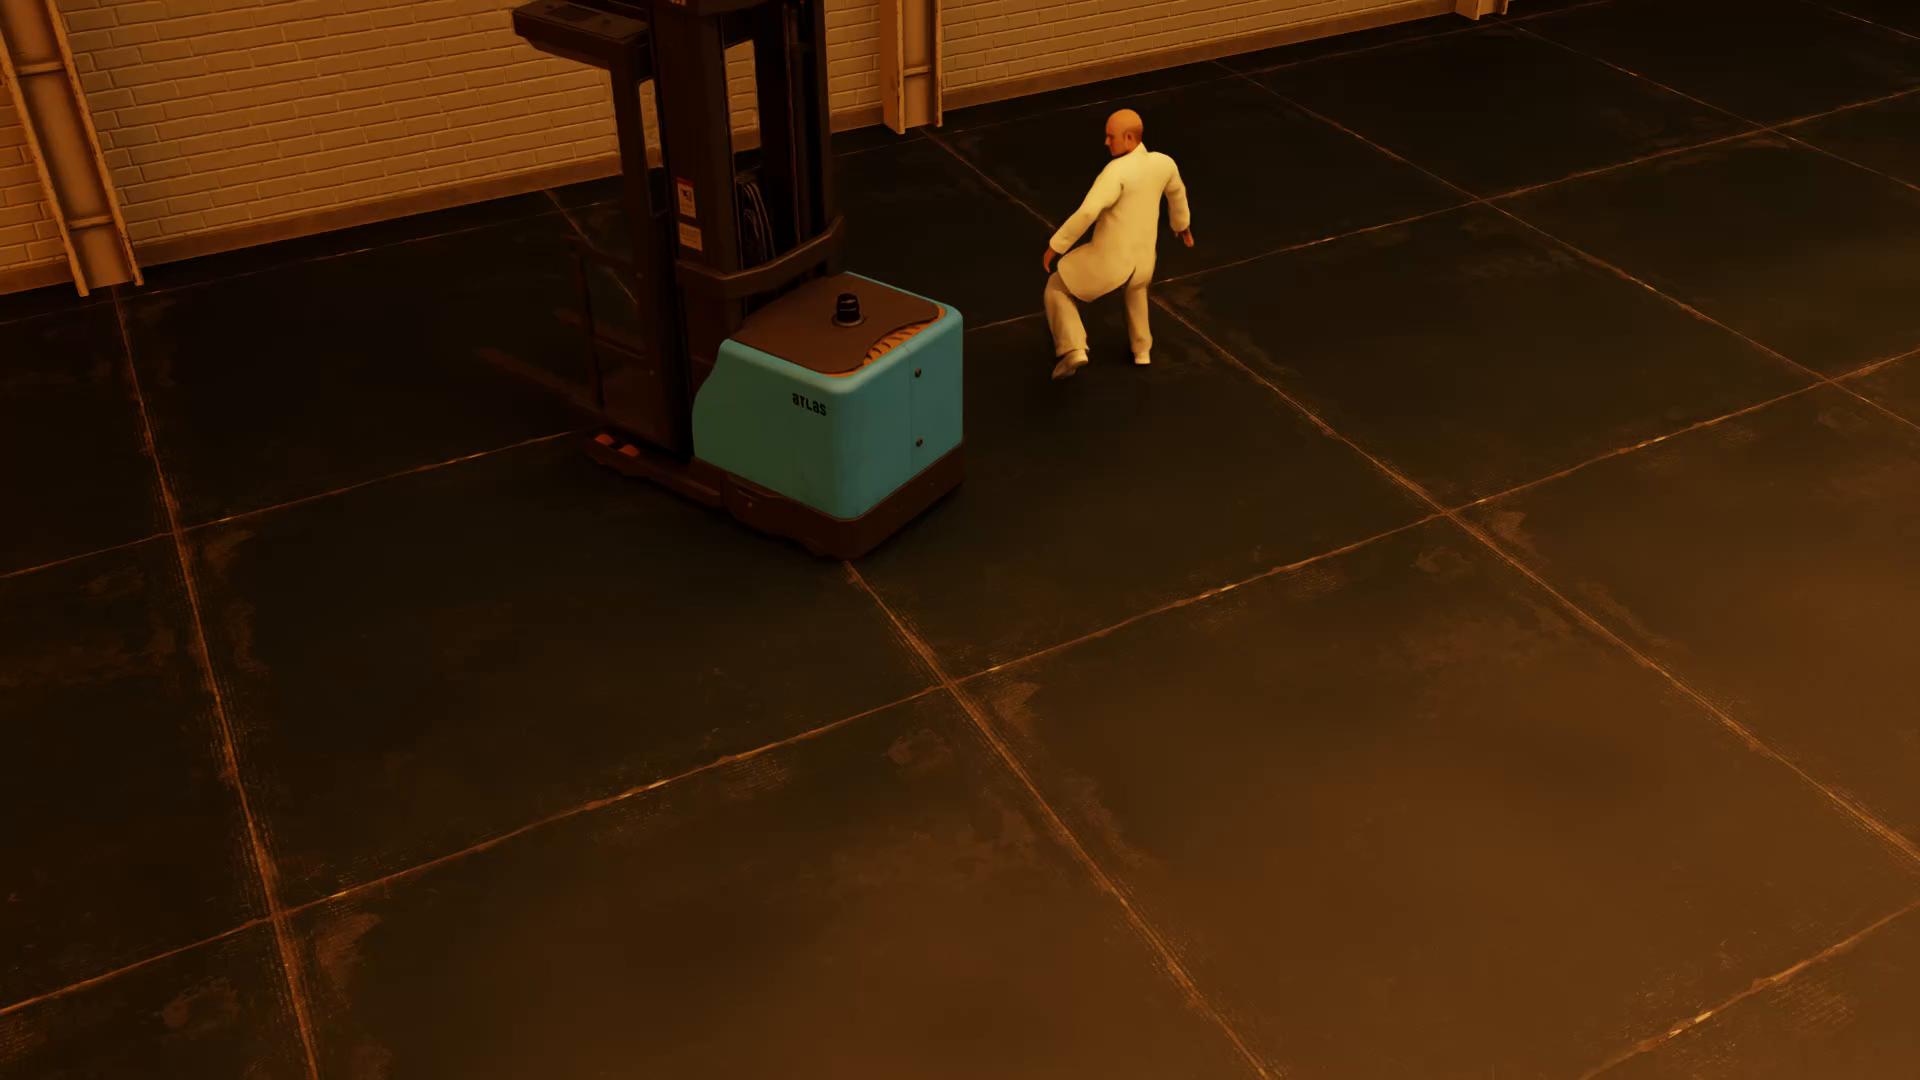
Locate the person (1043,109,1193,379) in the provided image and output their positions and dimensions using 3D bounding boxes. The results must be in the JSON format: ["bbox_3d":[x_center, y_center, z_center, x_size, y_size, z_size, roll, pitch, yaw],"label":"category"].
[{"bbox_3d":[0.946,-1.697,9.694,1.120,1.658,0.542,-18,39,-24],"label":"person"}]

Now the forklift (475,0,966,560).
[{"bbox_3d":[-1.461,-1.773,8.631,3.031,2.935,1.130,23,41,29],"label":"forklift"}]
